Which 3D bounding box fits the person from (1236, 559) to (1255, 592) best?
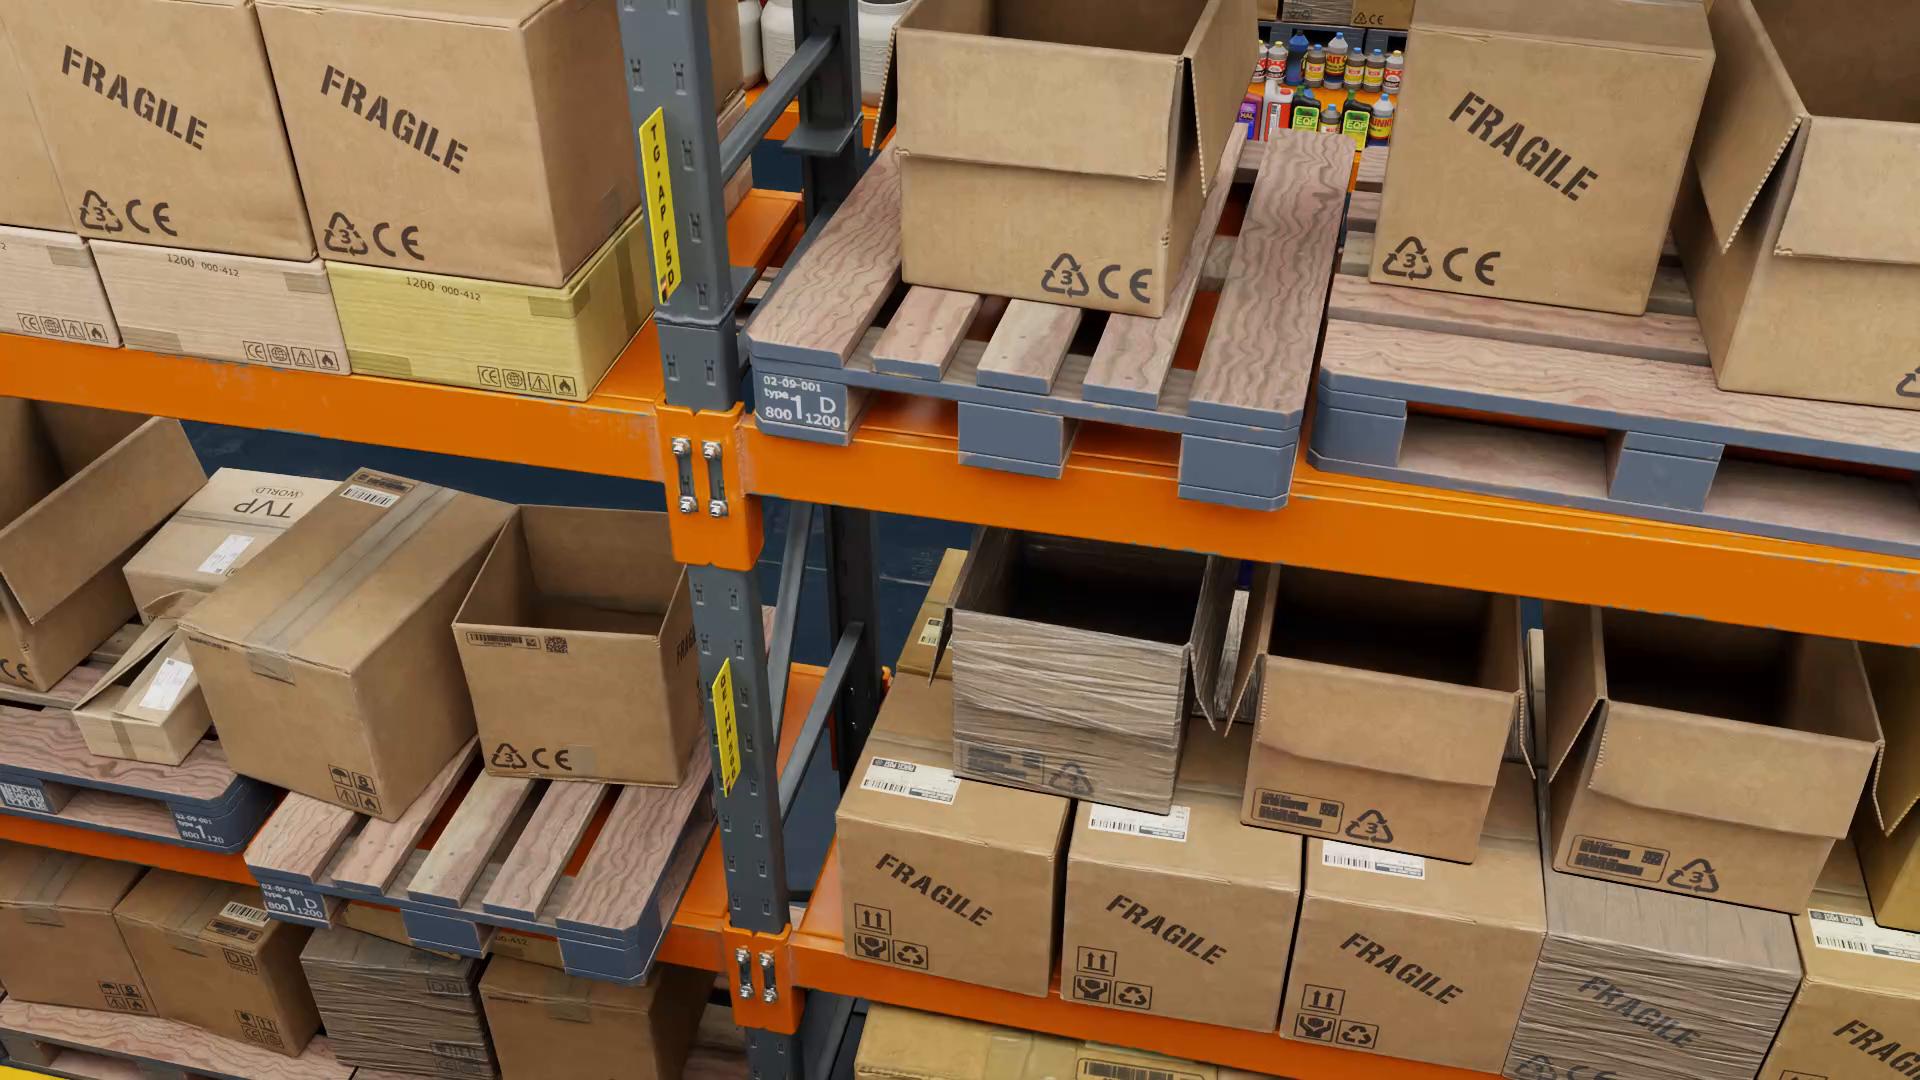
[{"bbox_3d":[1.039,0.218,5.856,0.697,1.643,0.458,14,39,17],"label":"person"}]
